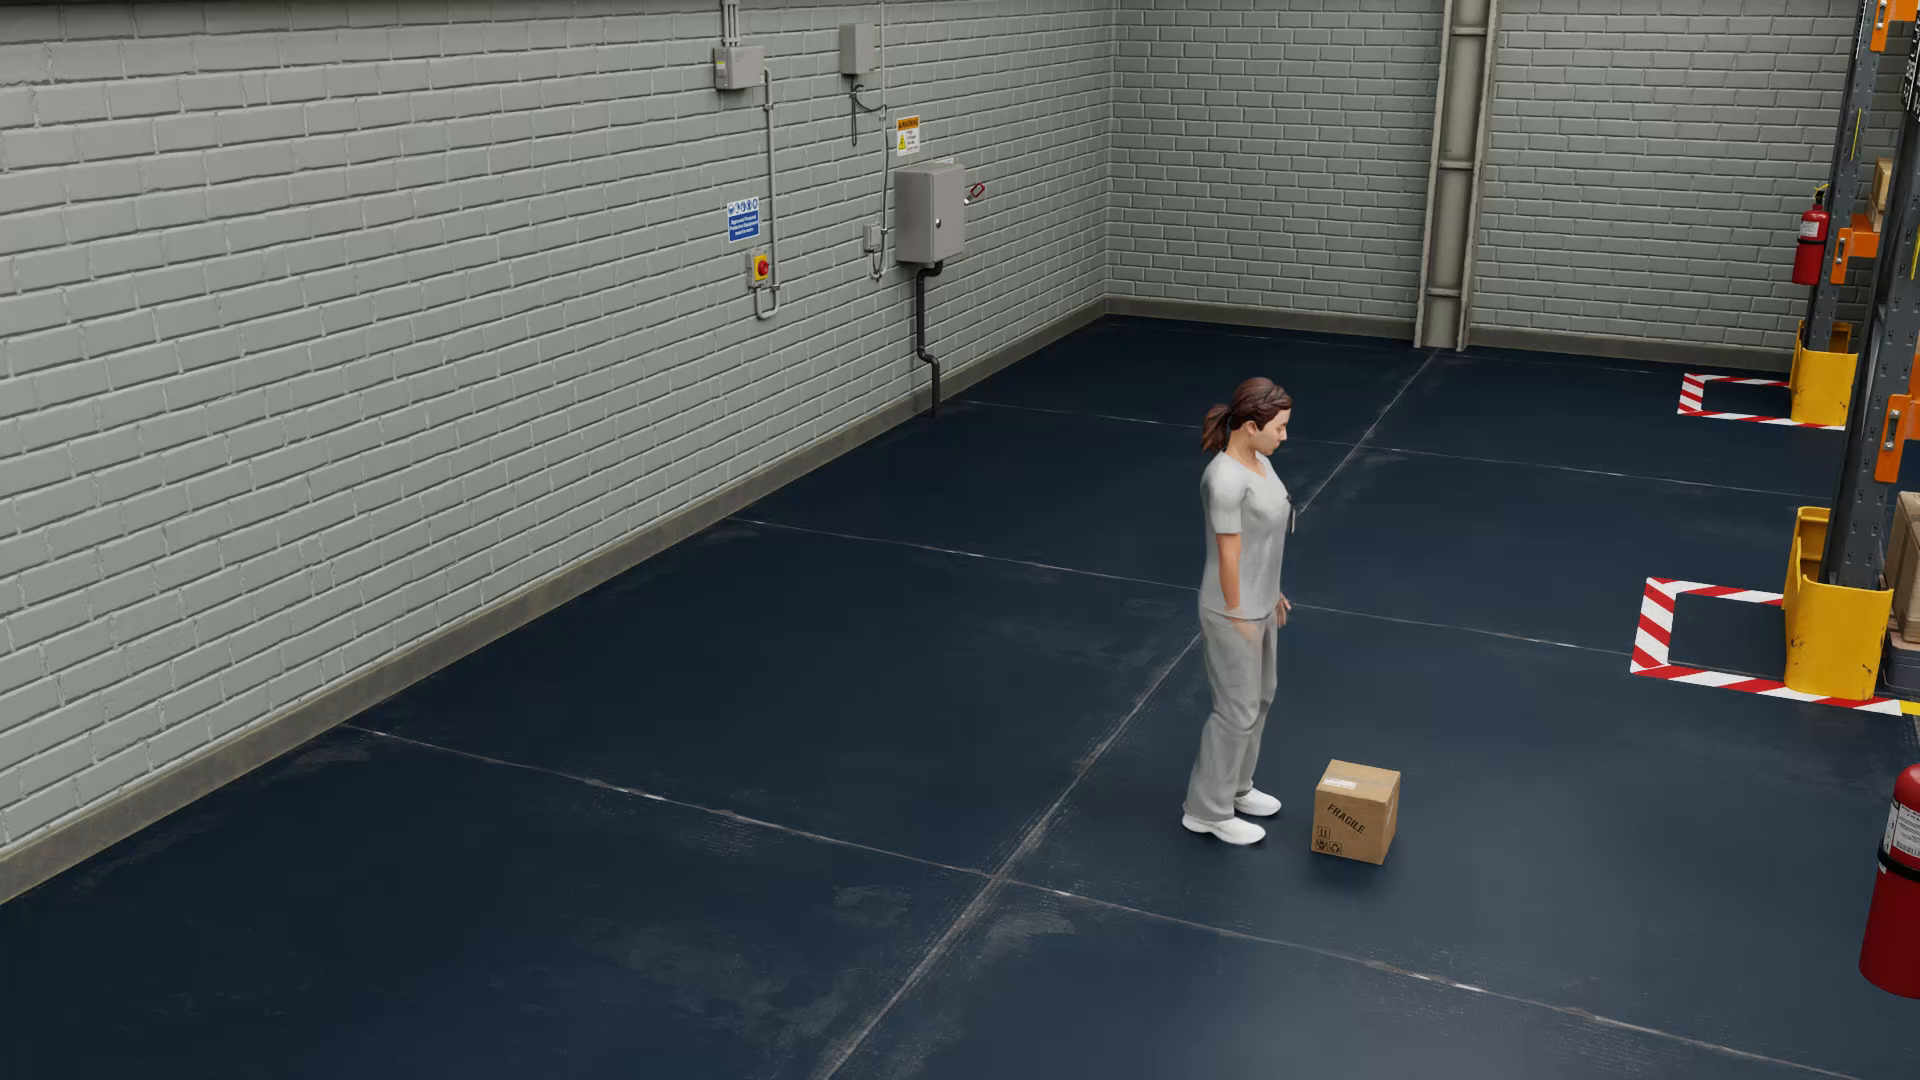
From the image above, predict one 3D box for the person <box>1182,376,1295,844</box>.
[{"bbox_3d":[0.990,0.236,5.902,0.362,1.671,0.443,9,21,24],"label":"person"}]
